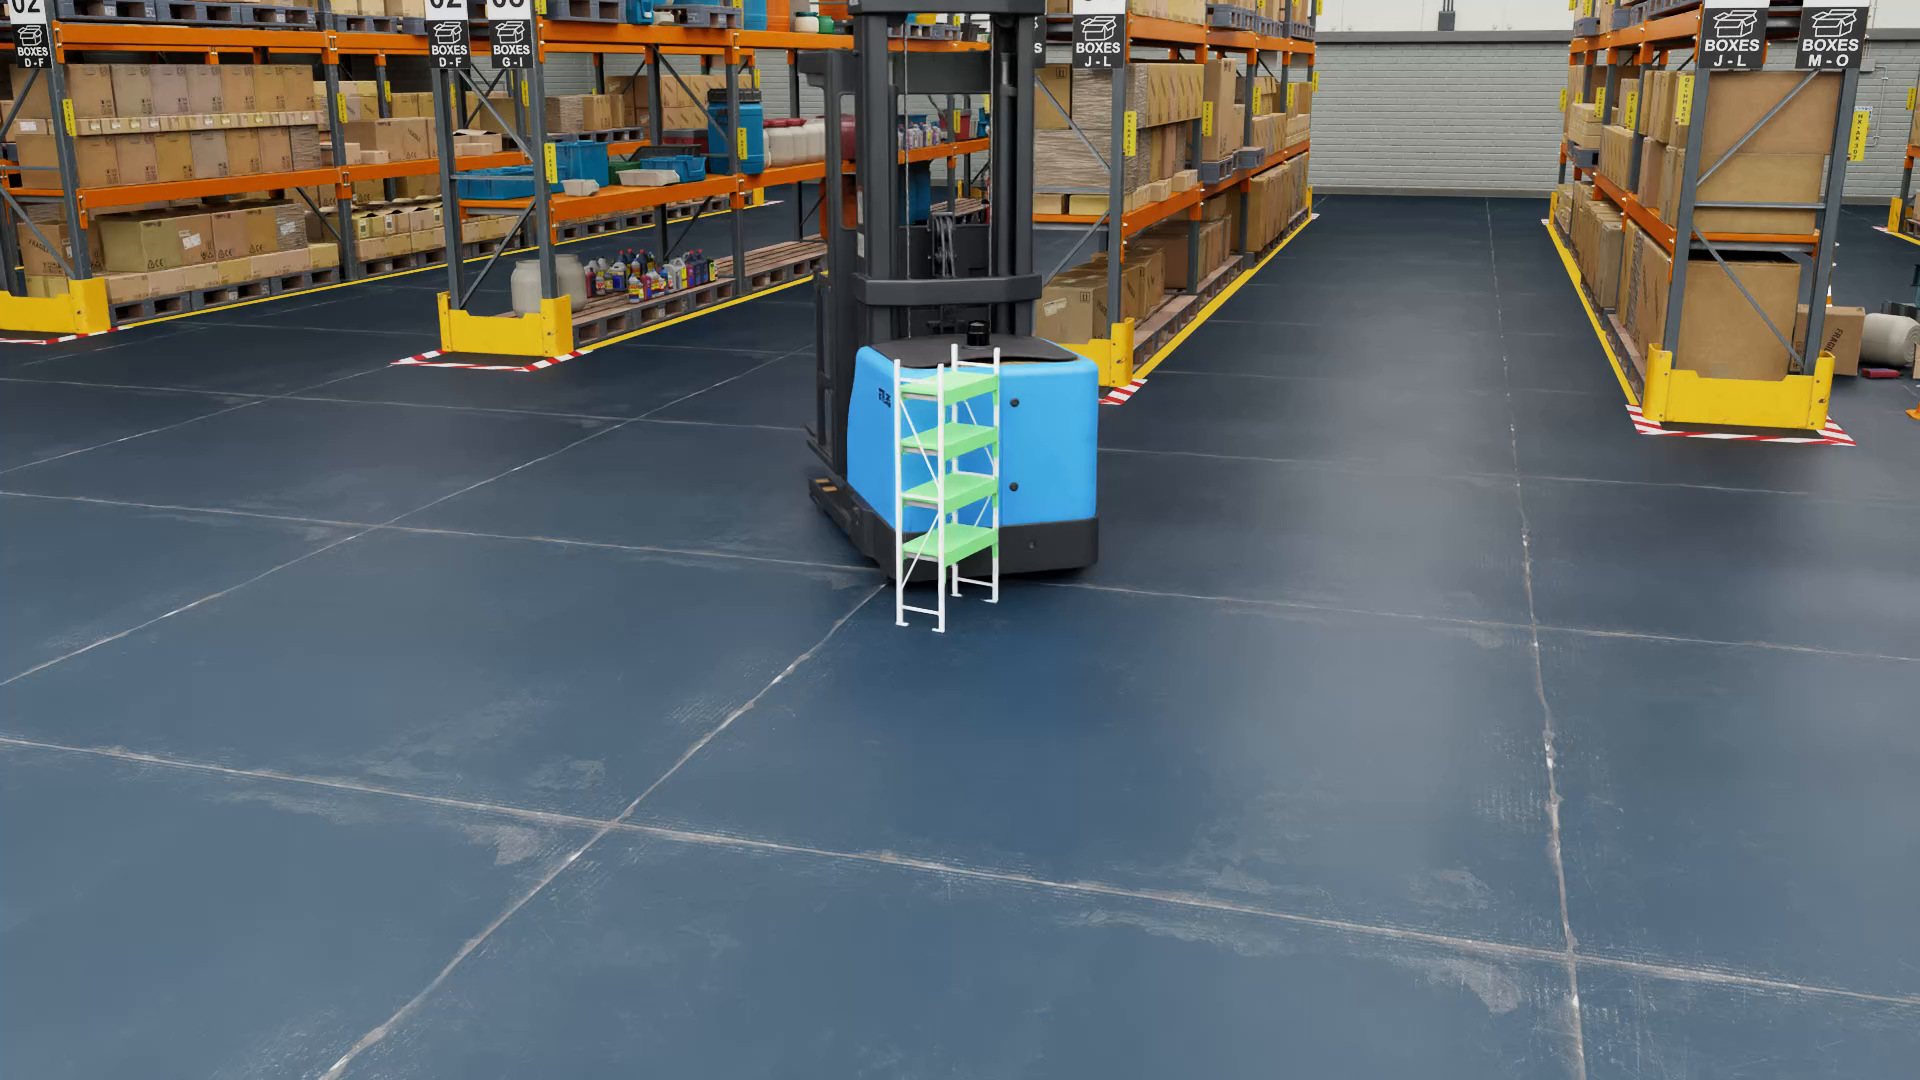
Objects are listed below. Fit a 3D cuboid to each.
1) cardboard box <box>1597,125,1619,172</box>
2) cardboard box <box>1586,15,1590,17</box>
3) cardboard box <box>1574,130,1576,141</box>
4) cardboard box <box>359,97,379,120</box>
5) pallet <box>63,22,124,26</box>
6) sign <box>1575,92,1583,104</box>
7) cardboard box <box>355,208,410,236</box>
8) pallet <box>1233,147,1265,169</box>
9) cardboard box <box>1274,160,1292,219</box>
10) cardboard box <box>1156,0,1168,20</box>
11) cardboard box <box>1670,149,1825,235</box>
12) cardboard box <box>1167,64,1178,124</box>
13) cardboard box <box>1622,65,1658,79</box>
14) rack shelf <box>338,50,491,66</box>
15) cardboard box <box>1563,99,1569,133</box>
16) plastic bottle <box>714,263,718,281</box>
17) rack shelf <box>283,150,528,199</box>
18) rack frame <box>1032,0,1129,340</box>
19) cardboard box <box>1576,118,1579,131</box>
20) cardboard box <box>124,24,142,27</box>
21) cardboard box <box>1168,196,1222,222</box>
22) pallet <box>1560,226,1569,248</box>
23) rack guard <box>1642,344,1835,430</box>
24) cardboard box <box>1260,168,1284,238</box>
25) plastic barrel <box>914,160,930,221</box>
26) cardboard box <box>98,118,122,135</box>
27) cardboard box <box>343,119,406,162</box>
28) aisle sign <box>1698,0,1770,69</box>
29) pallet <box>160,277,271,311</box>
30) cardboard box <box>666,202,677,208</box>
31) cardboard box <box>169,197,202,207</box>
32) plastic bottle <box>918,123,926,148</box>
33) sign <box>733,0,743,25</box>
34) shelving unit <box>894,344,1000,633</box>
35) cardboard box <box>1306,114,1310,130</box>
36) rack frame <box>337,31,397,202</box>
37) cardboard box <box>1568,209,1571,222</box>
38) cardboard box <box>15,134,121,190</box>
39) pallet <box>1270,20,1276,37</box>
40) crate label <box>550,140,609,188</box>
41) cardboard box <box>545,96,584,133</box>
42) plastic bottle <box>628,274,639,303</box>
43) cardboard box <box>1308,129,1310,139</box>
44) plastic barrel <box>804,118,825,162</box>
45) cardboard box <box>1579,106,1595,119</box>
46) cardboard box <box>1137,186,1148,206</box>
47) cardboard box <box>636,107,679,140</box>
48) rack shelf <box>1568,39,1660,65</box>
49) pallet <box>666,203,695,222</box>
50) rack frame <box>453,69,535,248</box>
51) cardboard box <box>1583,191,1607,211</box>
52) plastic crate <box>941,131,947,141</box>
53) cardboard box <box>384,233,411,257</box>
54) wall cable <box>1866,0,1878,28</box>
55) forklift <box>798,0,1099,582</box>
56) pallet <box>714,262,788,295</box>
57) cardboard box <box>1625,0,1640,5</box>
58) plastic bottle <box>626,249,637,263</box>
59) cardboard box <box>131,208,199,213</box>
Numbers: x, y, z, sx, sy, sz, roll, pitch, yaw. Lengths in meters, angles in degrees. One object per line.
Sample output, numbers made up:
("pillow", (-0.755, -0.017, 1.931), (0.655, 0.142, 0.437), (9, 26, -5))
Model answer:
("cardboard box", (7.379, -4.344, 18.464), (0.500, 0.500, 0.500), (5, 17, 16))
("cardboard box", (8.790, -7.191, 22.545), (0.500, 0.250, 0.500), (4, 16, 13))
("cardboard box", (7.983, -5.110, 21.041), (0.380, 0.149, 0.250), (4, 16, 15))
("cardboard box", (-9.961, -7.063, 27.468), (0.500, 0.500, 0.500), (4, 16, 15))
("pallet", (-11.776, -6.687, 21.754), (1.213, 0.211, 1.003), (5, 16, 16))
("sign", (8.380, -5.895, 22.530), (0.100, 0.325, 0.005), (5, 16, 16))
("cardboard box", (-7.091, -3.894, 20.304), (0.500, 0.311, 0.500), (4, 16, 15))
("pallet", (2.938, -4.516, 19.607), (1.213, 0.211, 1.003), (5, 16, 16))
("cardboard box", (4.440, -5.196, 24.776), (0.875, 0.875, 0.875), (5, 16, 16))
("cardboard box", (1.435, -4.452, 13.806), (0.500, 0.250, 0.500), (5, 16, 16))
("cardboard box", (5.554, -2.472, 11.773), (0.875, 0.550, 0.550), (5, 16, 16))
("cardboard box", (1.609, -3.898, 14.514), (0.500, 0.500, 0.500), (5, 16, 16))
("cardboard box", (9.264, -6.210, 22.666), (0.500, 0.500, 0.500), (5, 17, 17))
("rack shelf", (-9.503, -8.622, 29.553), (1.077, 0.370, 4.000), (5, 16, 16))
("cardboard box", (9.646, -6.580, 25.804), (0.500, 0.500, 0.500), (5, 17, 19))
("plastic bottle", (-2.651, -2.887, 17.834), (0.097, 0.201, 0.097), (0, 16, 0))
("rack shelf", (-7.026, -4.703, 21.232), (1.077, 0.370, 4.000), (5, 16, 16))
("rack frame", (0.765, -2.710, 12.888), (1.000, 3.000, 0.127), (5, 16, 16))
("cardboard box", (7.907, -5.186, 20.763), (0.380, 0.149, 0.250), (4, 16, 15))
("cardboard box", (-11.666, -7.126, 22.733), (0.797, 0.503, 0.637), (7, 17, 24))
("cardboard box", (2.736, -3.856, 19.327), (0.500, 0.250, 0.500), (7, 17, 22))
("pallet", (9.059, -4.276, 23.517), (1.003, 0.211, 1.213), (5, 16, 16))
("rack guard", (5.485, -1.090, 11.758), (1.175, 0.500, 0.348), (5, 16, 16))
("cardboard box", (3.760, -4.627, 22.769), (1.225, 0.875, 0.875), (4, 16, 14))
("plastic barrel", (-0.744, -5.285, 25.042), (0.600, 0.901, 0.708), (5, 16, 16))
("cardboard box", (-8.341, -3.995, 16.045), (0.380, 0.149, 0.250), (4, 16, 14))
("cardboard box", (-7.211, -4.912, 20.465), (0.500, 0.500, 0.500), (6, 17, 20))
("aisle sign", (5.184, -3.555, 11.100), (0.394, 0.787, 0.004), (5, 16, 16))
("pallet", (-8.206, -2.660, 17.819), (1.003, 0.211, 1.213), (5, 16, 16))
("cardboard box", (-4.995, -5.630, 27.303), (0.500, 0.311, 0.500), (5, 16, 16))
("cardboard box", (-11.363, -4.772, 23.932), (0.700, 0.500, 0.500), (5, 17, 17))
("plastic bottle", (-0.573, -5.896, 24.210), (0.144, 0.351, 0.185), (5, 16, 16))
("sign", (-2.322, -5.543, 17.360), (0.100, 0.325, 0.005), (5, 16, 16))
("shelving unit", (-0.052, -0.242, 7.484), (0.258, 1.200, 0.503), (9, 18, 29))
("cardboard box", (5.429, -6.820, 27.106), (0.500, 0.250, 0.500), (4, 16, 15))
("rack frame", (-10.072, -7.002, 28.019), (1.000, 3.000, 0.127), (5, 16, 16))
("cardboard box", (8.687, -4.519, 23.176), (0.380, 0.149, 0.250), (5, 17, 17))
("cardboard box", (-8.587, -3.649, 16.013), (0.700, 0.500, 0.500), (5, 16, 16))
("pallet", (3.486, -6.621, 21.524), (1.003, 0.211, 1.213), (5, 17, 18))
("crate label", (-3.720, -3.614, 16.009), (0.502, 0.435, 0.616), (5, 16, 16))
("cardboard box", (-5.944, -6.221, 24.311), (0.700, 0.500, 0.500), (8, 18, 26))
("plastic bottle", (-3.169, -2.444, 16.141), (0.097, 0.271, 0.097), (0, 16, 0))
("cardboard box", (5.527, -6.657, 27.262), (0.380, 0.149, 0.250), (5, 17, 17))
("plastic barrel", (-1.798, -4.955, 20.599), (0.421, 0.512, 0.421), (0, 16, 0))
("cardboard box", (7.835, -5.262, 20.483), (0.380, 0.149, 0.250), (5, 17, 19))
("cardboard box", (1.379, -2.906, 14.037), (0.380, 0.149, 0.250), (5, 16, 16))
("cardboard box", (-4.915, -6.779, 27.050), (0.500, 0.500, 0.500), (5, 17, 17))
("rack shelf", (9.471, -7.059, 24.041), (1.077, 0.370, 4.000), (5, 16, 16))
("pallet", (-5.125, -5.457, 27.682), (1.003, 0.211, 1.213), (5, 16, 16))
("rack frame", (-6.458, -5.572, 22.979), (1.000, 3.000, 0.127), (5, 16, 16))
("cardboard box", (7.842, -4.085, 20.170), (0.500, 0.250, 0.500), (5, 17, 17))
("plastic crate", (-0.304, -6.247, 25.729), (0.396, 0.136, 0.243), (5, 16, 16))
("cardboard box", (-7.096, -3.625, 20.383), (0.500, 0.250, 0.500), (5, 17, 17))
("wall cable", (16.160, -10.524, 29.442), (0.463, 3.000, 0.029), (5, 16, 16))
("forklift", (-0.232, -1.572, 9.000), (1.130, 2.935, 3.031), (-5, 16, -16))
("pallet", (-2.661, -3.008, 19.047), (1.003, 0.211, 1.213), (5, 16, 16))
("cardboard box", (7.206, -5.710, 17.288), (0.500, 0.250, 0.500), (5, 17, 17))
("plastic bottle", (-3.474, -2.899, 17.602), (0.144, 0.351, 0.185), (5, 17, 17))
("cardboard box", (-8.451, -3.276, 17.778), (0.500, 0.500, 0.500), (5, 16, 16))
